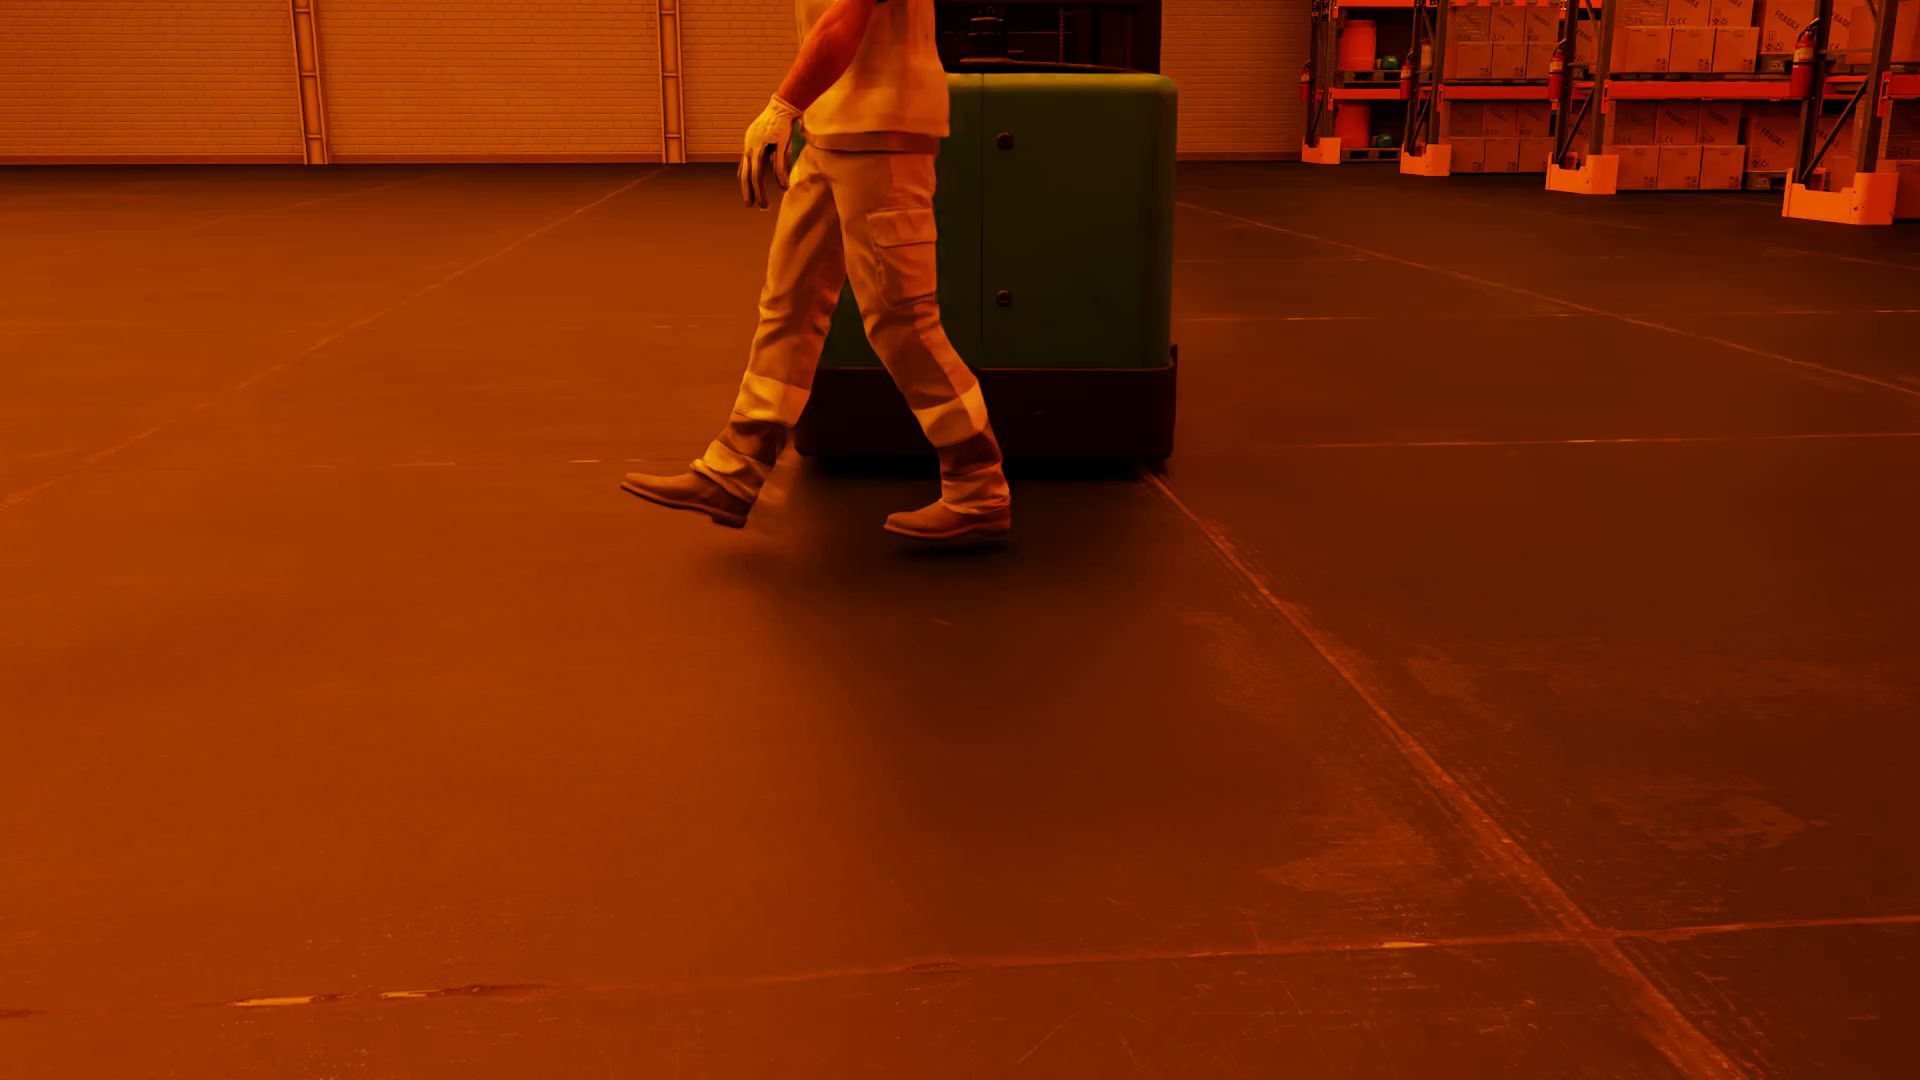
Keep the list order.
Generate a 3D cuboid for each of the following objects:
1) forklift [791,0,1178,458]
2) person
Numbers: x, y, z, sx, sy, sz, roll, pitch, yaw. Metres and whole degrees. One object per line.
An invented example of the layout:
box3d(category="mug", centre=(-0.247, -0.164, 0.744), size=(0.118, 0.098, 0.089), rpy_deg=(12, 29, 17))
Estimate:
box3d(category="forklift", centre=(0.121, -1.959, 5.622), size=(1.130, 2.935, 3.031), rpy_deg=(1, 15, 2))
box3d(category="person", centre=(-0.329, -0.861, 3.630), size=(0.874, 1.741, 0.708), rpy_deg=(-4, 15, -14))
